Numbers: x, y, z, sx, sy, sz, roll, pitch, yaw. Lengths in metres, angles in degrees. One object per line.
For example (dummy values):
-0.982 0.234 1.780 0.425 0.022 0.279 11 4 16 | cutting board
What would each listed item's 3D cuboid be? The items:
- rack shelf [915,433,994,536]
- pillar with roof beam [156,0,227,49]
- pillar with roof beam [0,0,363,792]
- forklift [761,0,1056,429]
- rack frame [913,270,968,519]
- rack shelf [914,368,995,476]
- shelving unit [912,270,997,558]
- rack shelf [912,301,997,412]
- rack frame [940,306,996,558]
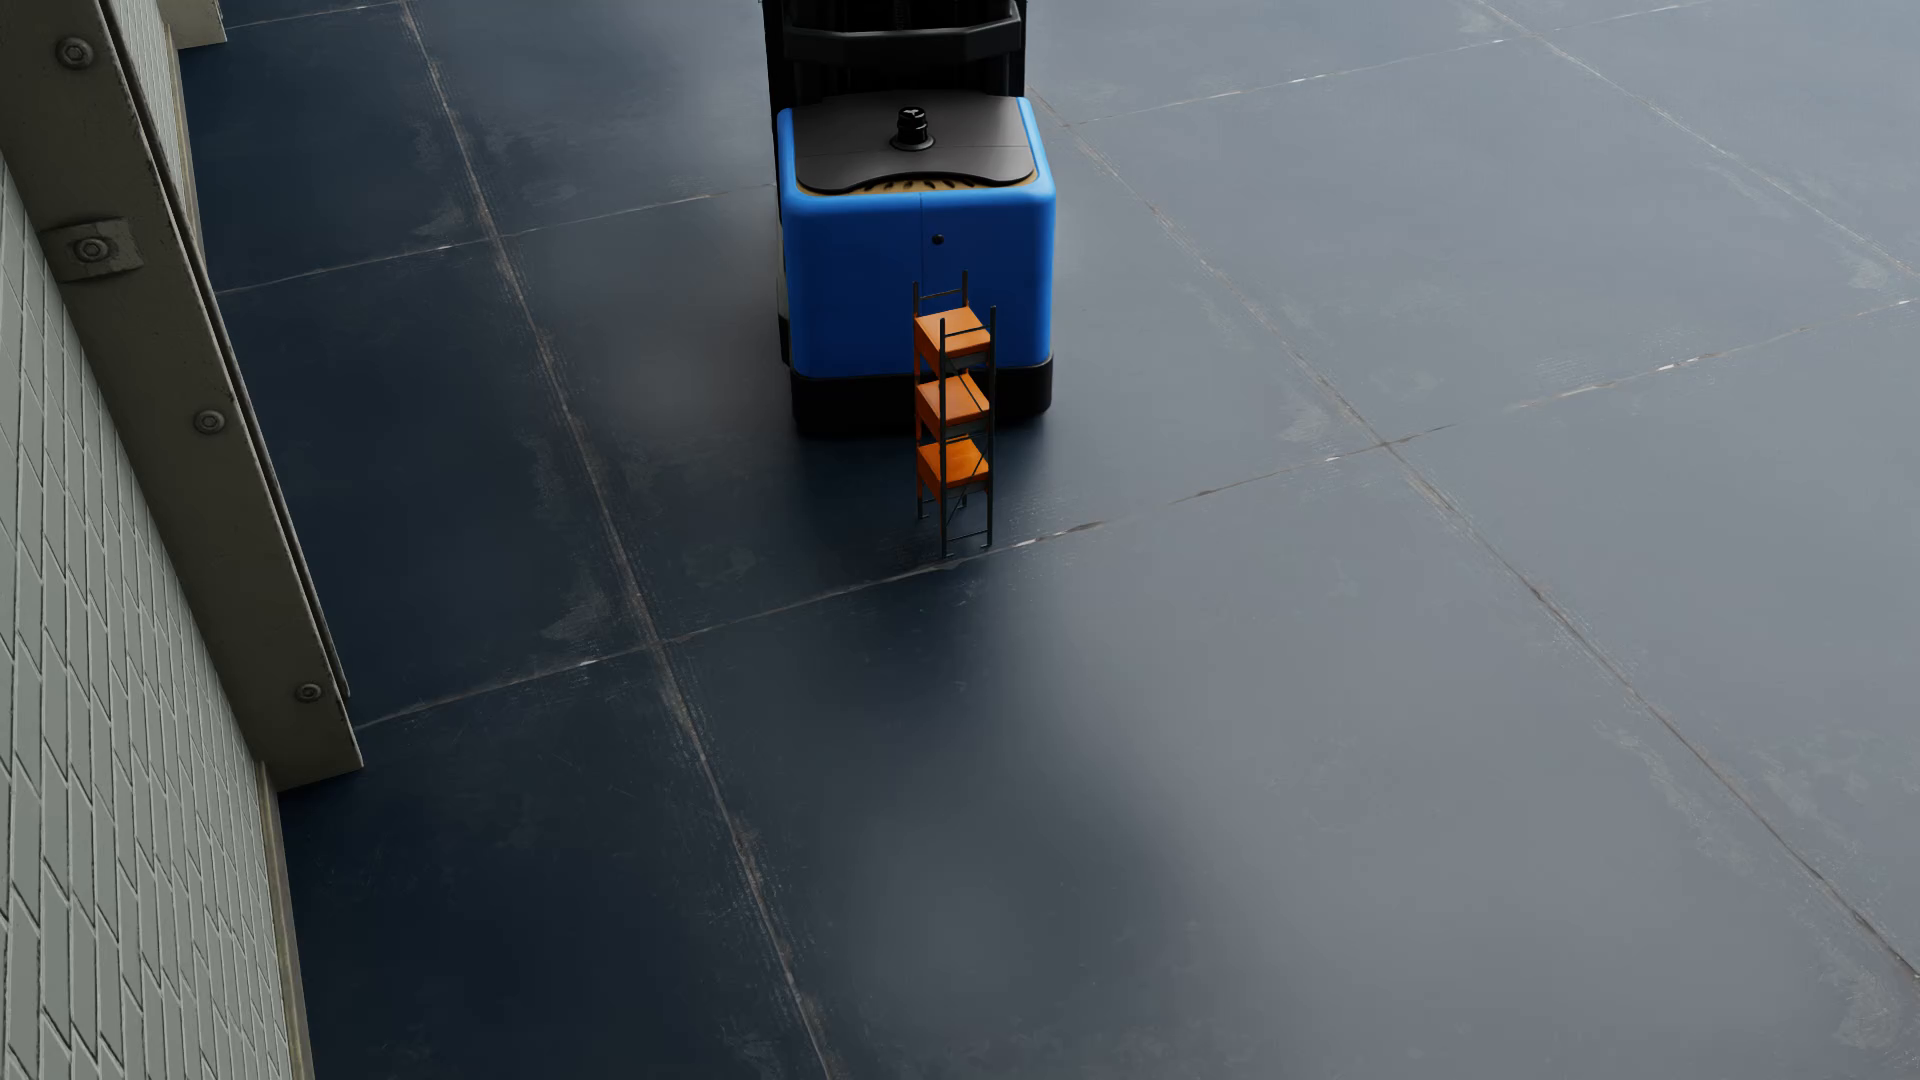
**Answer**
-0.020 -0.212 6.133 0.215 0.259 0.240 -15 43 -17 | rack shelf
-0.471 -7.443 8.004 9.100 9.000 0.400 -15 43 -17 | pillar with roof beam
1.825 -3.829 3.800 9.100 9.000 0.400 -15 43 -17 | pillar with roof beam
-0.295 -2.509 6.920 1.130 2.935 3.031 -4 41 -5 | forklift
-0.067 -0.504 6.031 0.200 1.050 0.008 -15 43 -17 | rack frame
-0.020 -0.422 5.952 0.215 0.259 0.240 -15 43 -17 | rack shelf
-0.020 -0.430 5.945 0.215 1.050 0.252 -15 43 -17 | shelving unit
-0.020 -0.637 5.767 0.215 0.259 0.240 -15 43 -17 | rack shelf
0.026 -0.357 5.860 0.200 1.050 0.008 -15 43 -17 | rack frame
